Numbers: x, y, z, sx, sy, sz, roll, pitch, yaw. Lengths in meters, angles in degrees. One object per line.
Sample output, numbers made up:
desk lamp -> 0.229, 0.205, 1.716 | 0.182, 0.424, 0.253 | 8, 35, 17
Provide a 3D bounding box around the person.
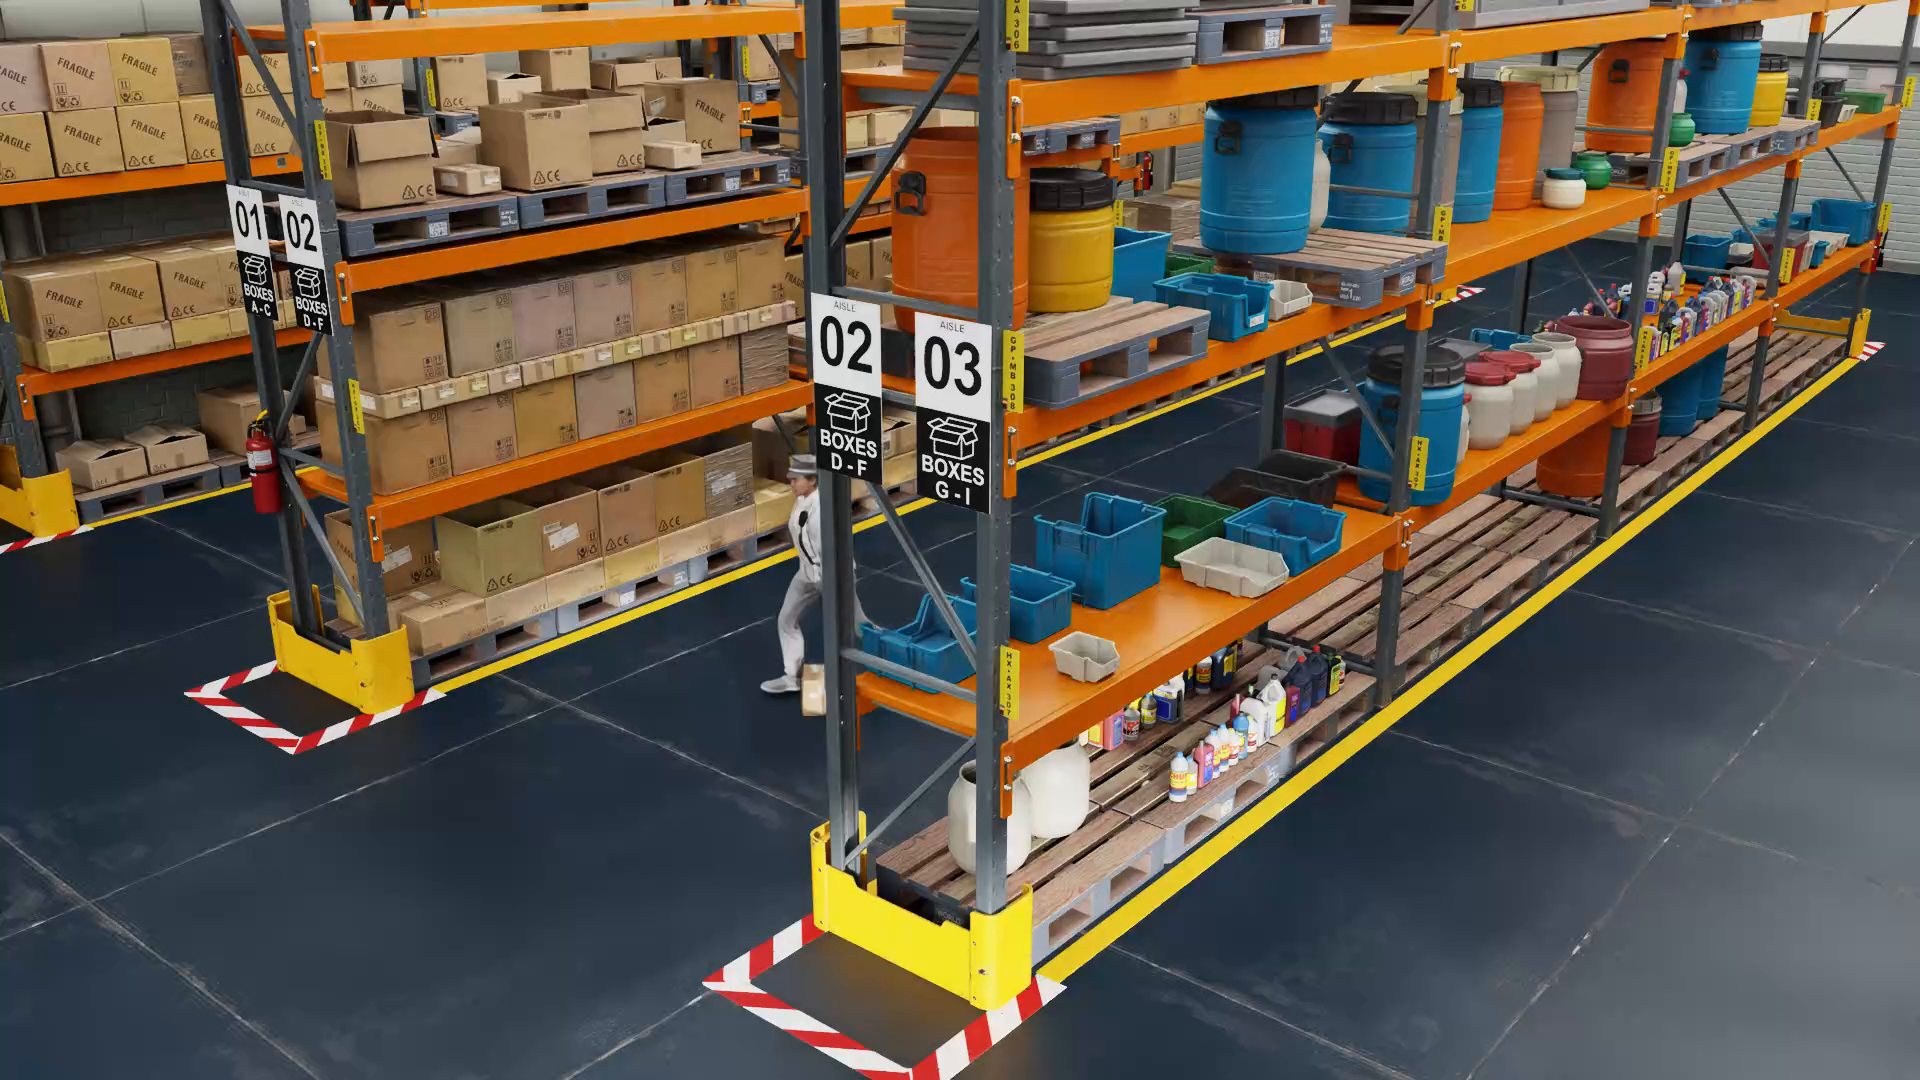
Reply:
person -> -0.805, 0.207, 10.541 | 0.933, 1.609, 0.517 | -11, 23, -27
